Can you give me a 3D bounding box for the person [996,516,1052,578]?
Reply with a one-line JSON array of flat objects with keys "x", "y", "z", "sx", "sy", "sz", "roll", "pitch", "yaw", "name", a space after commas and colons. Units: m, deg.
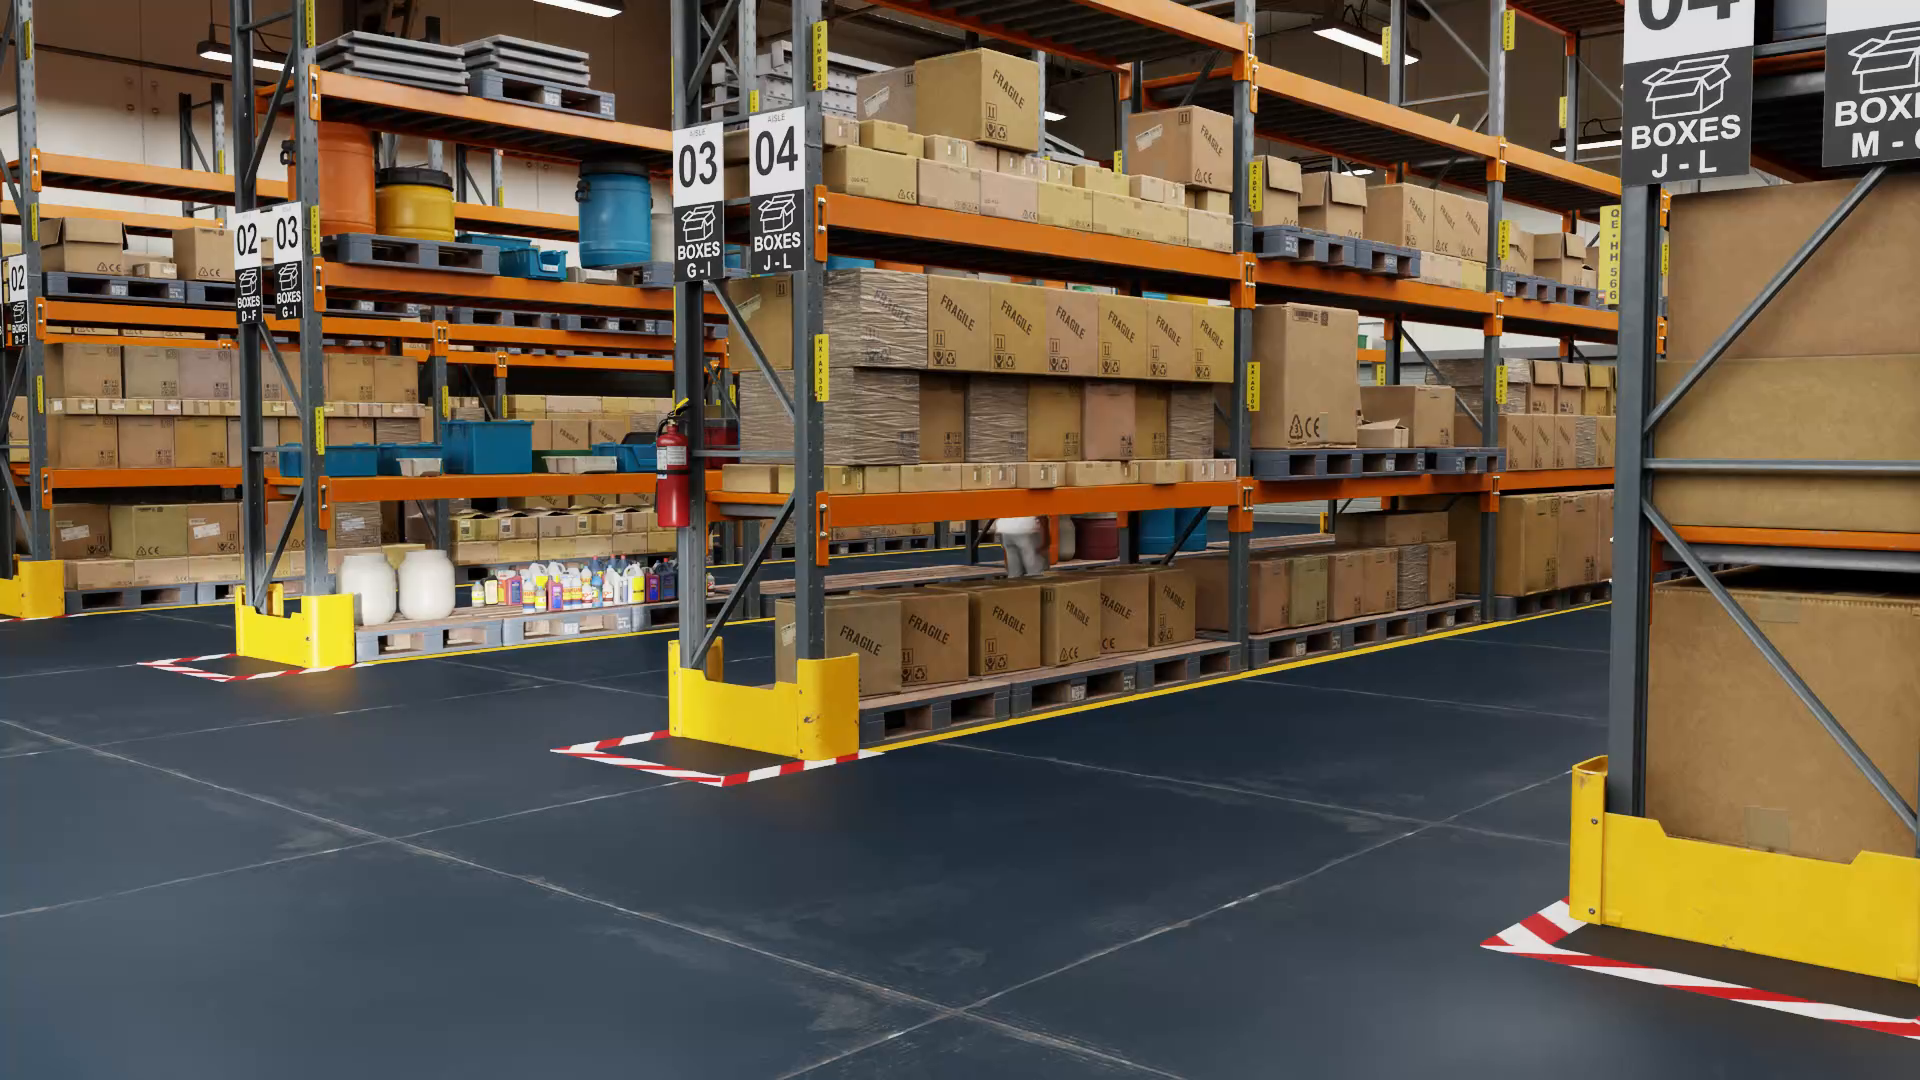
[{"x": 0.493, "y": -0.057, "z": 12.658, "sx": 0.396, "sy": 1.744, "sz": 0.578, "roll": -2, "pitch": 4, "yaw": -34, "name": "person"}]
